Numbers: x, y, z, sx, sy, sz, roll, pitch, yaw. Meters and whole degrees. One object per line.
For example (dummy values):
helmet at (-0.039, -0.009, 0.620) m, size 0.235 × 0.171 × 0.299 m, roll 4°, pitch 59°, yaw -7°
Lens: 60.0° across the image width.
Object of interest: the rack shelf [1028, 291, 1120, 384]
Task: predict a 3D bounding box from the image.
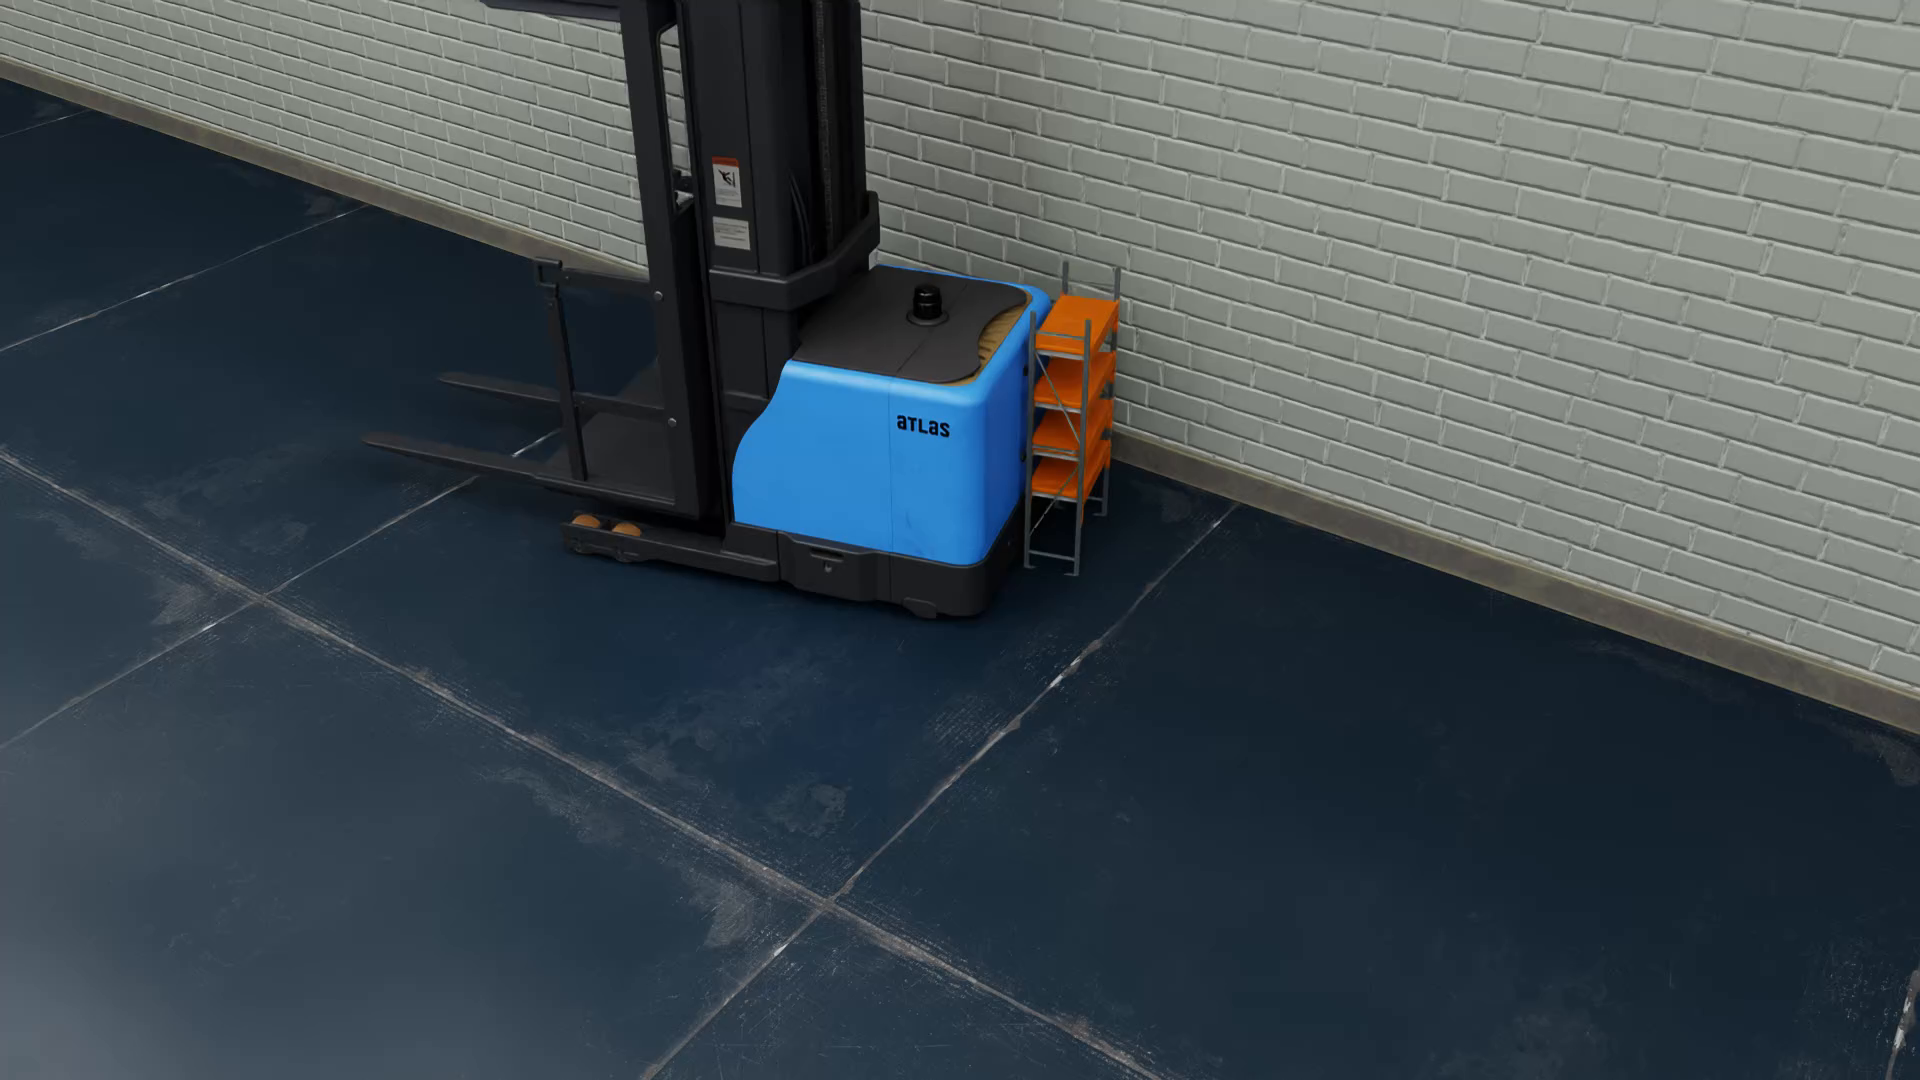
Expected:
rack shelf at (0.462, -0.819, 6.688) m, size 0.258 × 0.148 × 0.480 m, roll 10°, pitch 35°, yaw 15°

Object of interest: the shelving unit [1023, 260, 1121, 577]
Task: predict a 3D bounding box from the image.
shelving unit at (0.462, -0.493, 6.908) m, size 0.258 × 1.200 × 0.503 m, roll 10°, pitch 35°, yaw 15°

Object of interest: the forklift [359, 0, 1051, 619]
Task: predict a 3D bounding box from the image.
forklift at (-1.183, -1.385, 6.682) m, size 3.031 × 2.935 × 1.130 m, roll 11°, pitch 36°, yaw 16°

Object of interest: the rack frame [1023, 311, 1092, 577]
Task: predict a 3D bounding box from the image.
rack frame at (0.387, -0.363, 6.716) m, size 0.240 × 1.200 × 0.015 m, roll 10°, pitch 35°, yaw 15°

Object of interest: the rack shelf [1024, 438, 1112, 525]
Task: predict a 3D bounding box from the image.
rack shelf at (0.462, -0.273, 7.057) m, size 0.258 × 0.148 × 0.480 m, roll 10°, pitch 35°, yaw 15°

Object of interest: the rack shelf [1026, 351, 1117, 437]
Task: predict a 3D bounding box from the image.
rack shelf at (0.462, -0.623, 6.821) m, size 0.258 × 0.148 × 0.480 m, roll 10°, pitch 35°, yaw 15°

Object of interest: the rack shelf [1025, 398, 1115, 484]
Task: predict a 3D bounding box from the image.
rack shelf at (0.462, -0.437, 6.946) m, size 0.258 × 0.148 × 0.480 m, roll 10°, pitch 35°, yaw 15°

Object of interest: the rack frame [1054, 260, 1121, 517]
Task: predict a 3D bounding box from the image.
rack frame at (0.537, -0.623, 7.100) m, size 0.240 × 1.200 × 0.015 m, roll 10°, pitch 35°, yaw 15°
